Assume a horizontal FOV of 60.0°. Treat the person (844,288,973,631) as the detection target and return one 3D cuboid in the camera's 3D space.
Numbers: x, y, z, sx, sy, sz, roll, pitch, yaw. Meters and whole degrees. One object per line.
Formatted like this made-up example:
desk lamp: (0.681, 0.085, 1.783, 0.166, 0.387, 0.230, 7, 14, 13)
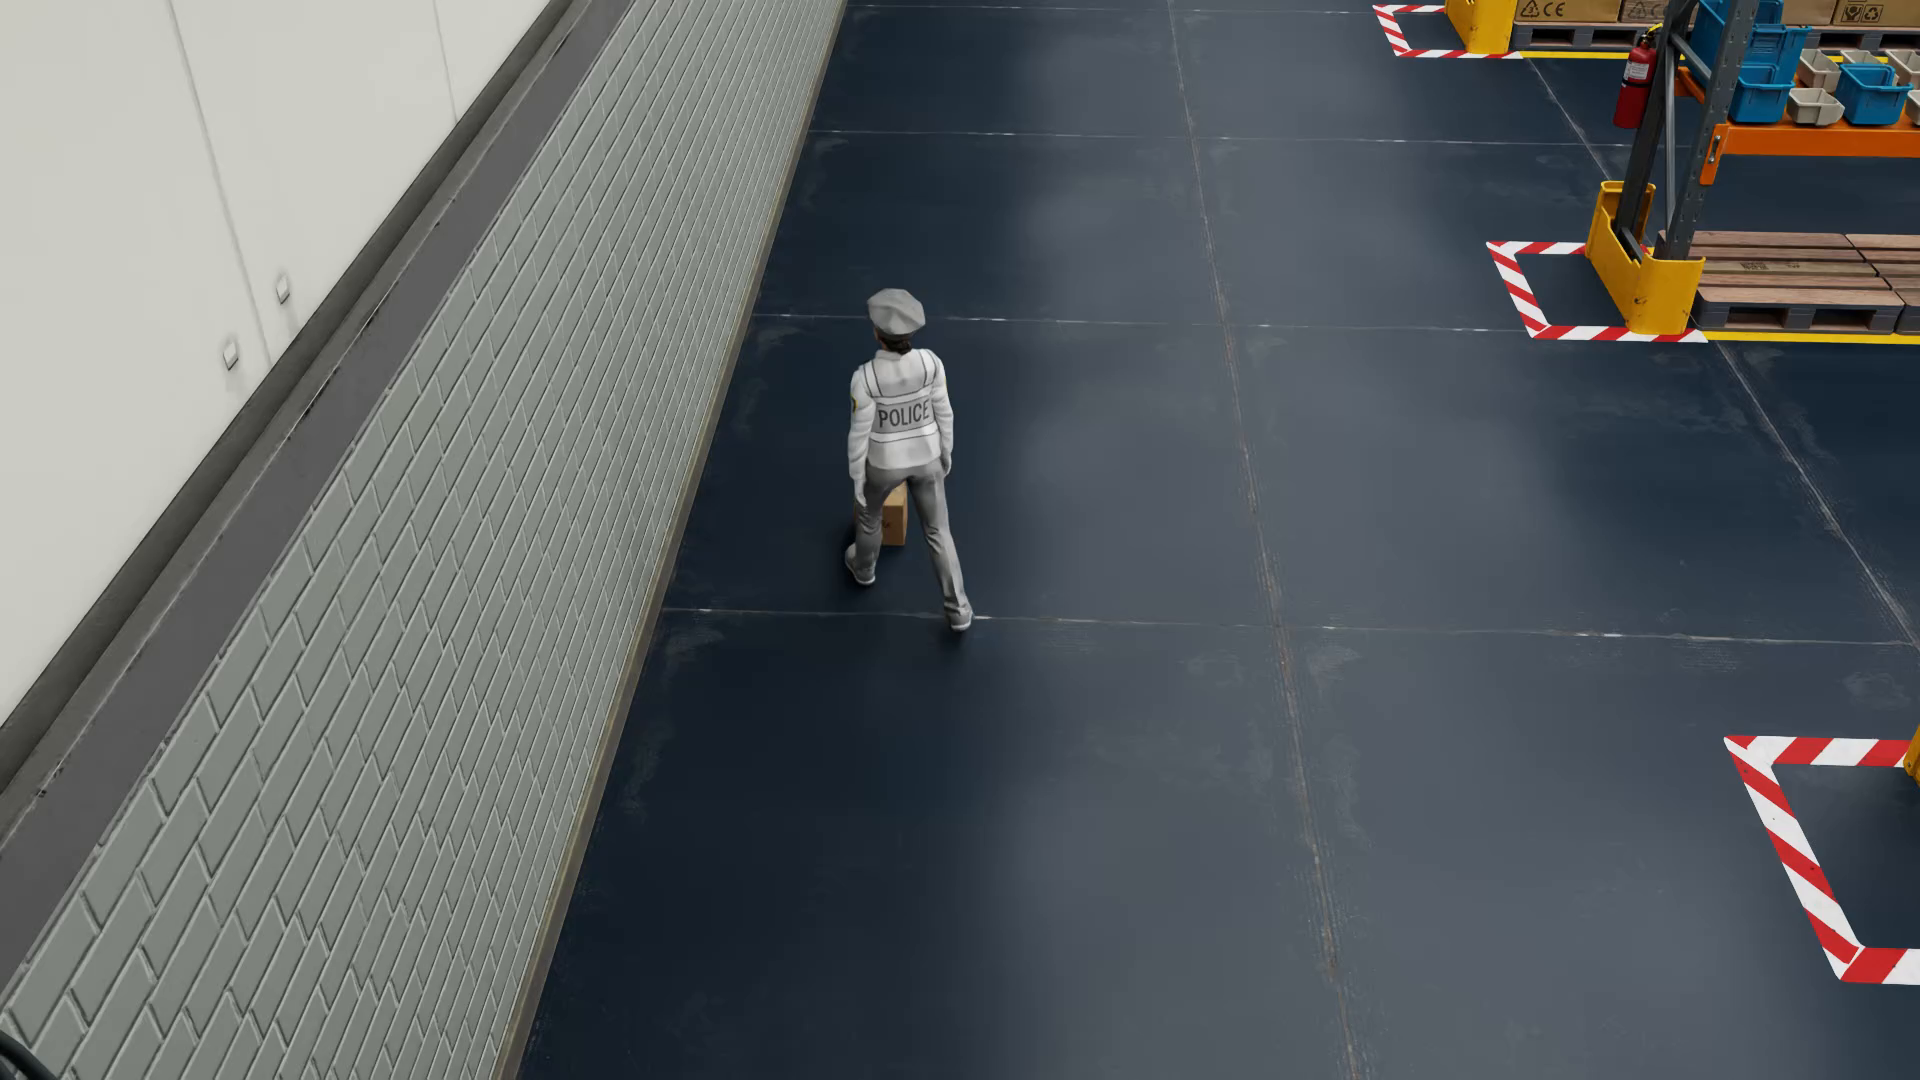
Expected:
person: (-0.270, -0.387, 7.611, 0.523, 1.652, 0.872, -11, 37, -15)
